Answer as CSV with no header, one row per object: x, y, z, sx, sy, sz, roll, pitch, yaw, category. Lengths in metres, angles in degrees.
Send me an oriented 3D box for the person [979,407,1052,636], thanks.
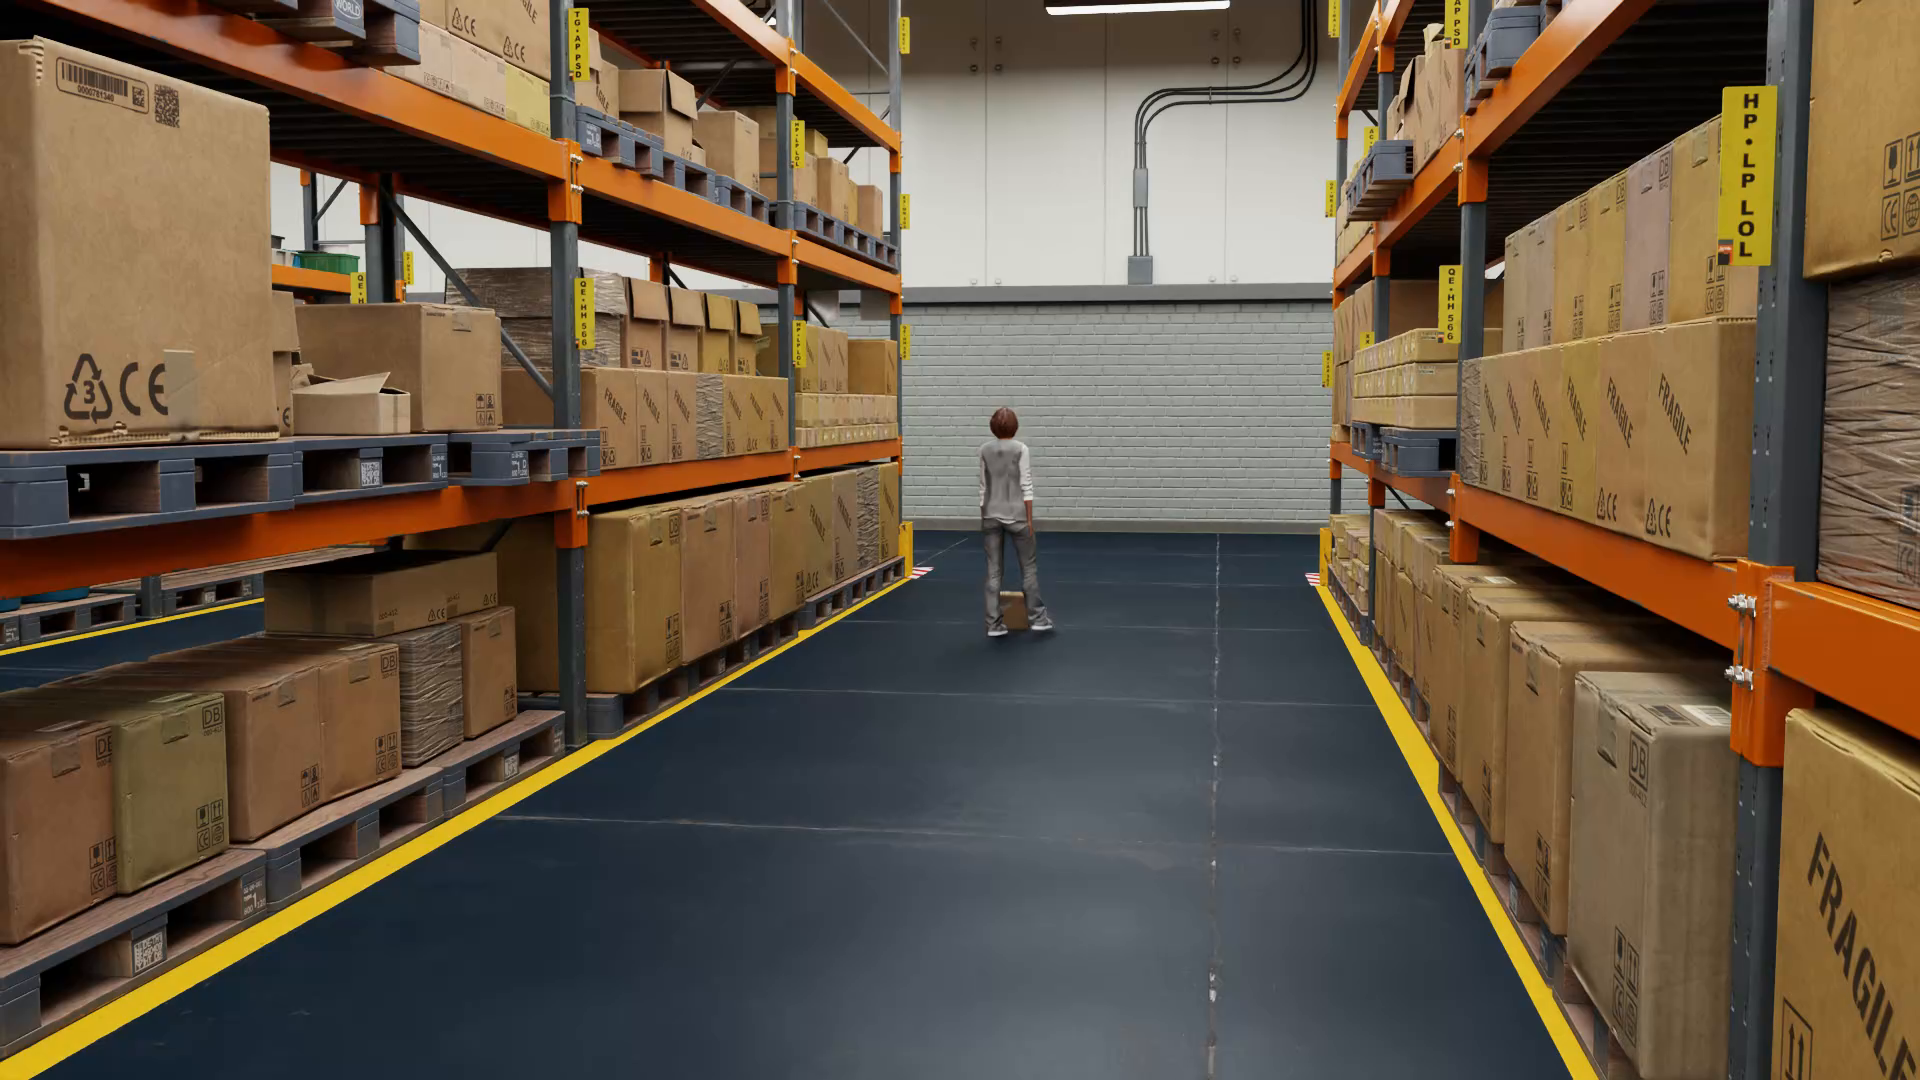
0.379,-0.135,11.657,0.456,1.594,0.572,1,5,17,person
